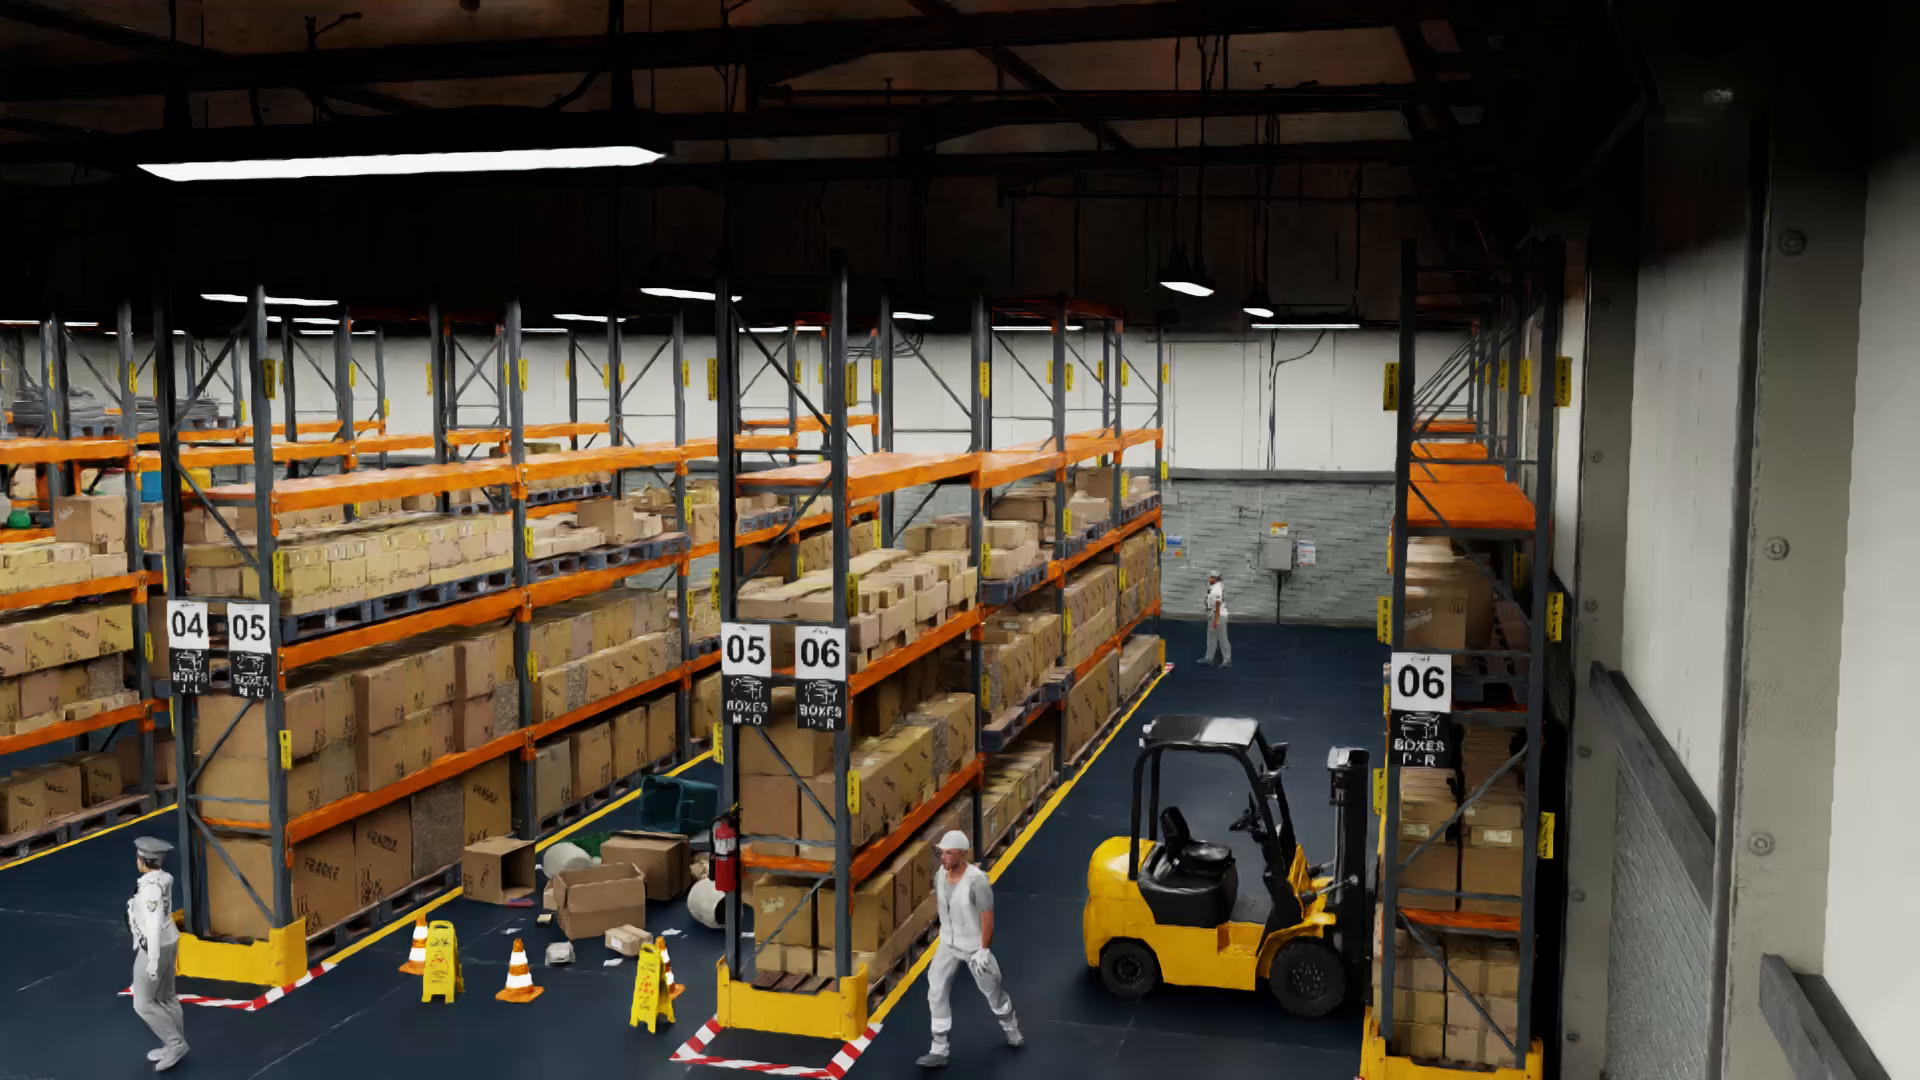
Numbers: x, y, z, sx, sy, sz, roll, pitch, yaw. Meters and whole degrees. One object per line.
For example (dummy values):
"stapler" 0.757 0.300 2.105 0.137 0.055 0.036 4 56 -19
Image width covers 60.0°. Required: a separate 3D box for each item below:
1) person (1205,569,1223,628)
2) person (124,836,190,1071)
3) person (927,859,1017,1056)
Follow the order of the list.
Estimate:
"person" 4.369 0.993 28.496 0.357 0.975 0.574 1 6 6
"person" -5.917 3.033 12.264 0.389 1.670 0.552 -1 6 -14
"person" 0.088 3.076 12.421 0.564 1.470 0.777 5 8 37
